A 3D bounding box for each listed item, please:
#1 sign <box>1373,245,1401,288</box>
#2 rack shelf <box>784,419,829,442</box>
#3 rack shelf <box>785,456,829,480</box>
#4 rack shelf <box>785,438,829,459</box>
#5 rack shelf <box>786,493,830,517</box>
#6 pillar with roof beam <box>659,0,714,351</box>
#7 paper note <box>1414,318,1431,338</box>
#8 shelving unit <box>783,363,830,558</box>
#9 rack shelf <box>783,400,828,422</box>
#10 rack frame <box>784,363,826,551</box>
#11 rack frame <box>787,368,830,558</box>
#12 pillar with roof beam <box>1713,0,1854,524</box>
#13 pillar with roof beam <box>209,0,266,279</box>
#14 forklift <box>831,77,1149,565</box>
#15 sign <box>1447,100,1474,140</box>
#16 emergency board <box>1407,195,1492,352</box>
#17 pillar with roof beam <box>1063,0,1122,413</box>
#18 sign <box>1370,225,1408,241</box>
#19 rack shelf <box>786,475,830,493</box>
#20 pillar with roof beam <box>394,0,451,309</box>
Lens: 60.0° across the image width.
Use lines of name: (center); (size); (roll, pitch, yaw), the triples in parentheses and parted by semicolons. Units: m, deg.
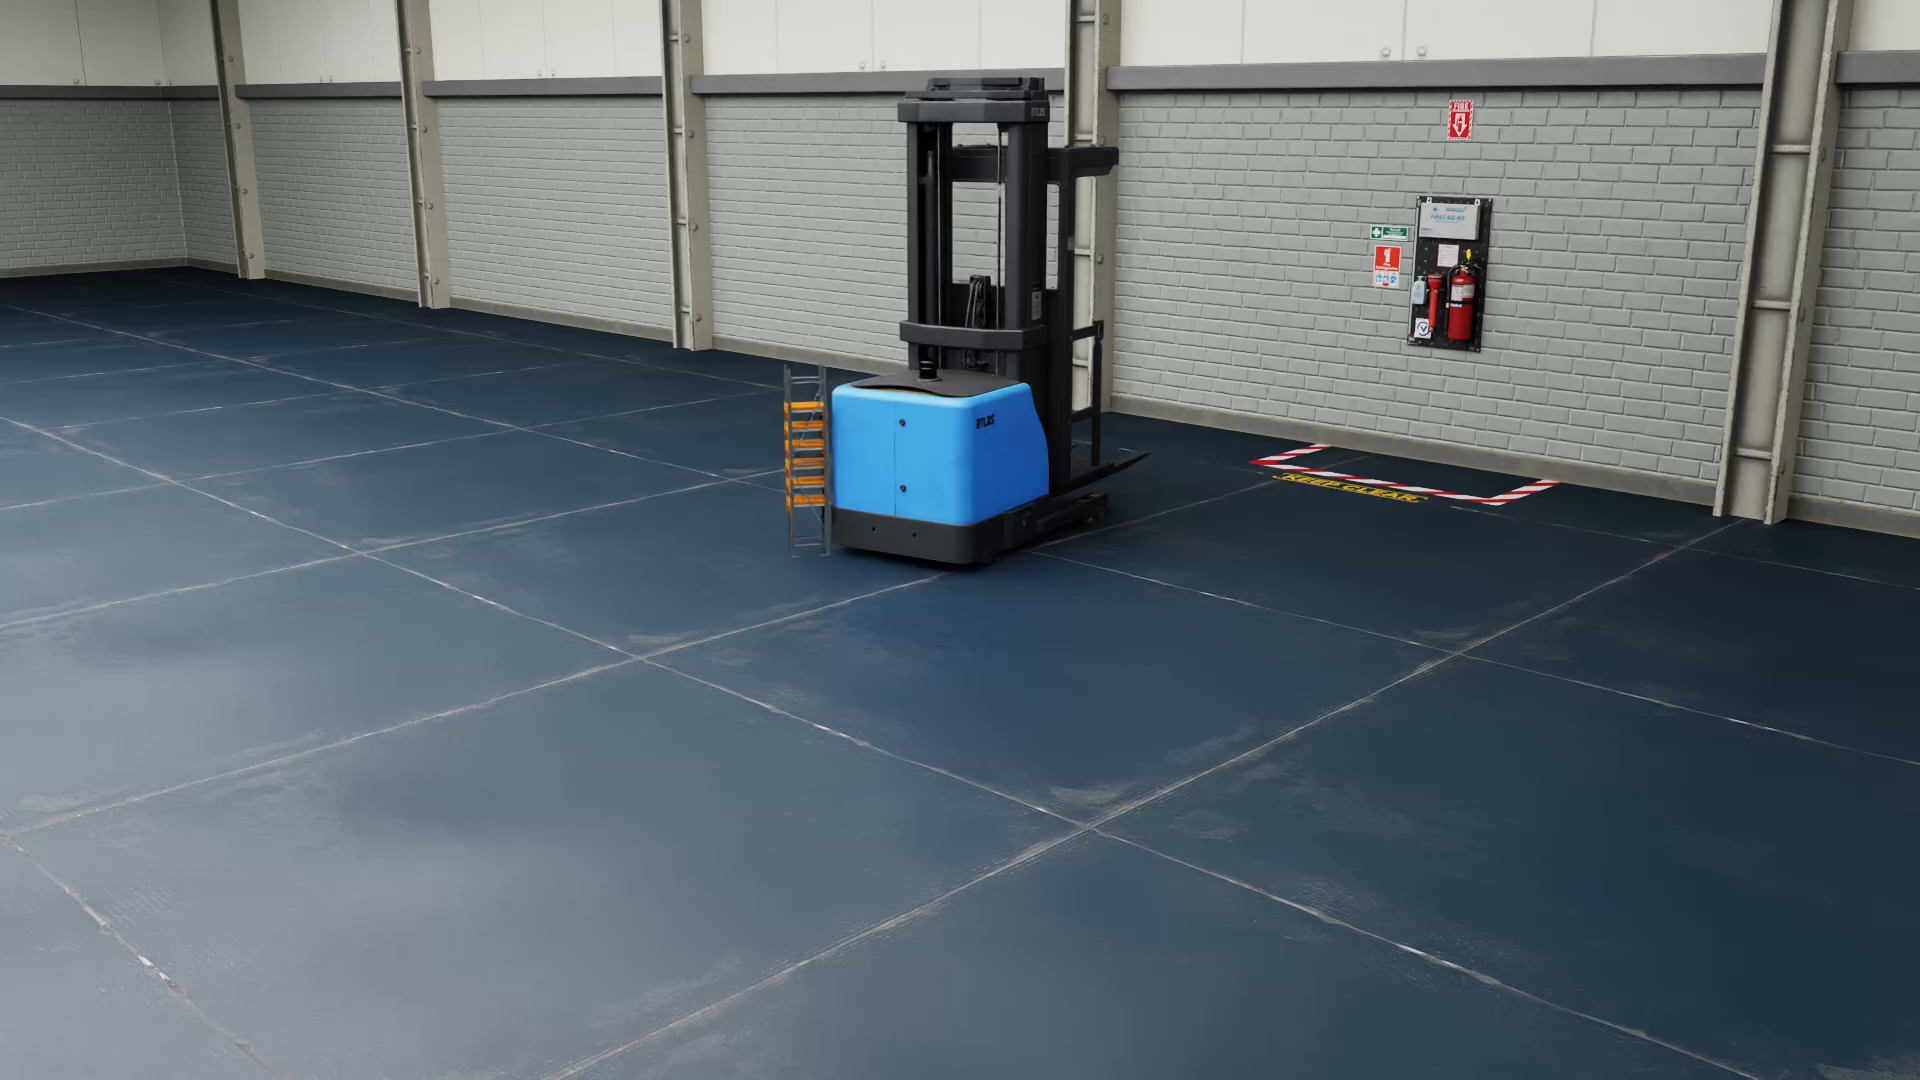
sign: (3.419, -2.191, 13.320); (0.234, 0.329, 0.001); (14, 20, 42)
rack shelf: (-0.962, -0.685, 10.407); (0.258, 0.103, 0.180); (-3, 15, -12)
rack shelf: (-0.962, -0.453, 10.467); (0.258, 0.103, 0.180); (-3, 15, -12)
rack shelf: (-0.962, -0.569, 10.437); (0.258, 0.103, 0.180); (-3, 15, -12)
rack shelf: (-0.962, -0.221, 10.528); (0.258, 0.103, 0.180); (-3, 15, -12)
pillar with roof beam: (-6.128, -5.840, 15.500); (0.400, 9.000, 9.100); (14, 20, 42)
paper note: (3.666, -1.675, 13.160); (0.142, 0.148, 0.016); (14, 20, 42)
shelving unit: (-0.962, -0.496, 10.456); (0.258, 1.200, 0.189); (-3, 15, -12)
rack shelf: (-0.962, -0.801, 10.377); (0.258, 0.103, 0.180); (-3, 15, -12)
rack frame: (-0.981, -0.519, 10.543); (0.240, 1.200, 0.006); (-3, 15, -12)
rack frame: (-0.943, -0.473, 10.370); (0.240, 1.200, 0.006); (-3, 15, -12)
pillar with roof beam: (2.510, -3.740, 7.440); (0.400, 9.000, 9.100); (14, 20, 42)
pillar with roof beam: (-14.767, -7.941, 23.560); (0.400, 9.000, 9.100); (14, 20, 42)
forklift: (0.374, -1.588, 11.212); (1.130, 2.935, 3.031); (9, 17, 30)
sign: (3.809, -3.199, 12.664); (0.199, 0.298, 0.001); (14, 20, 42)
emergency board: (3.746, -2.058, 12.882); (0.643, 1.169, 0.194); (14, 20, 42)
pillar with roof beam: (-1.809, -4.790, 11.470); (0.400, 9.000, 9.100); (14, 20, 42)
sign: (3.416, -2.445, 13.244); (0.331, 0.109, 0.001); (14, 20, 42)
rack shelf: (-0.962, -0.337, 10.498); (0.258, 0.103, 0.180); (-3, 15, -12)
pillar with roof beam: (-10.448, -6.890, 19.530); (0.400, 9.000, 9.100); (14, 20, 42)
